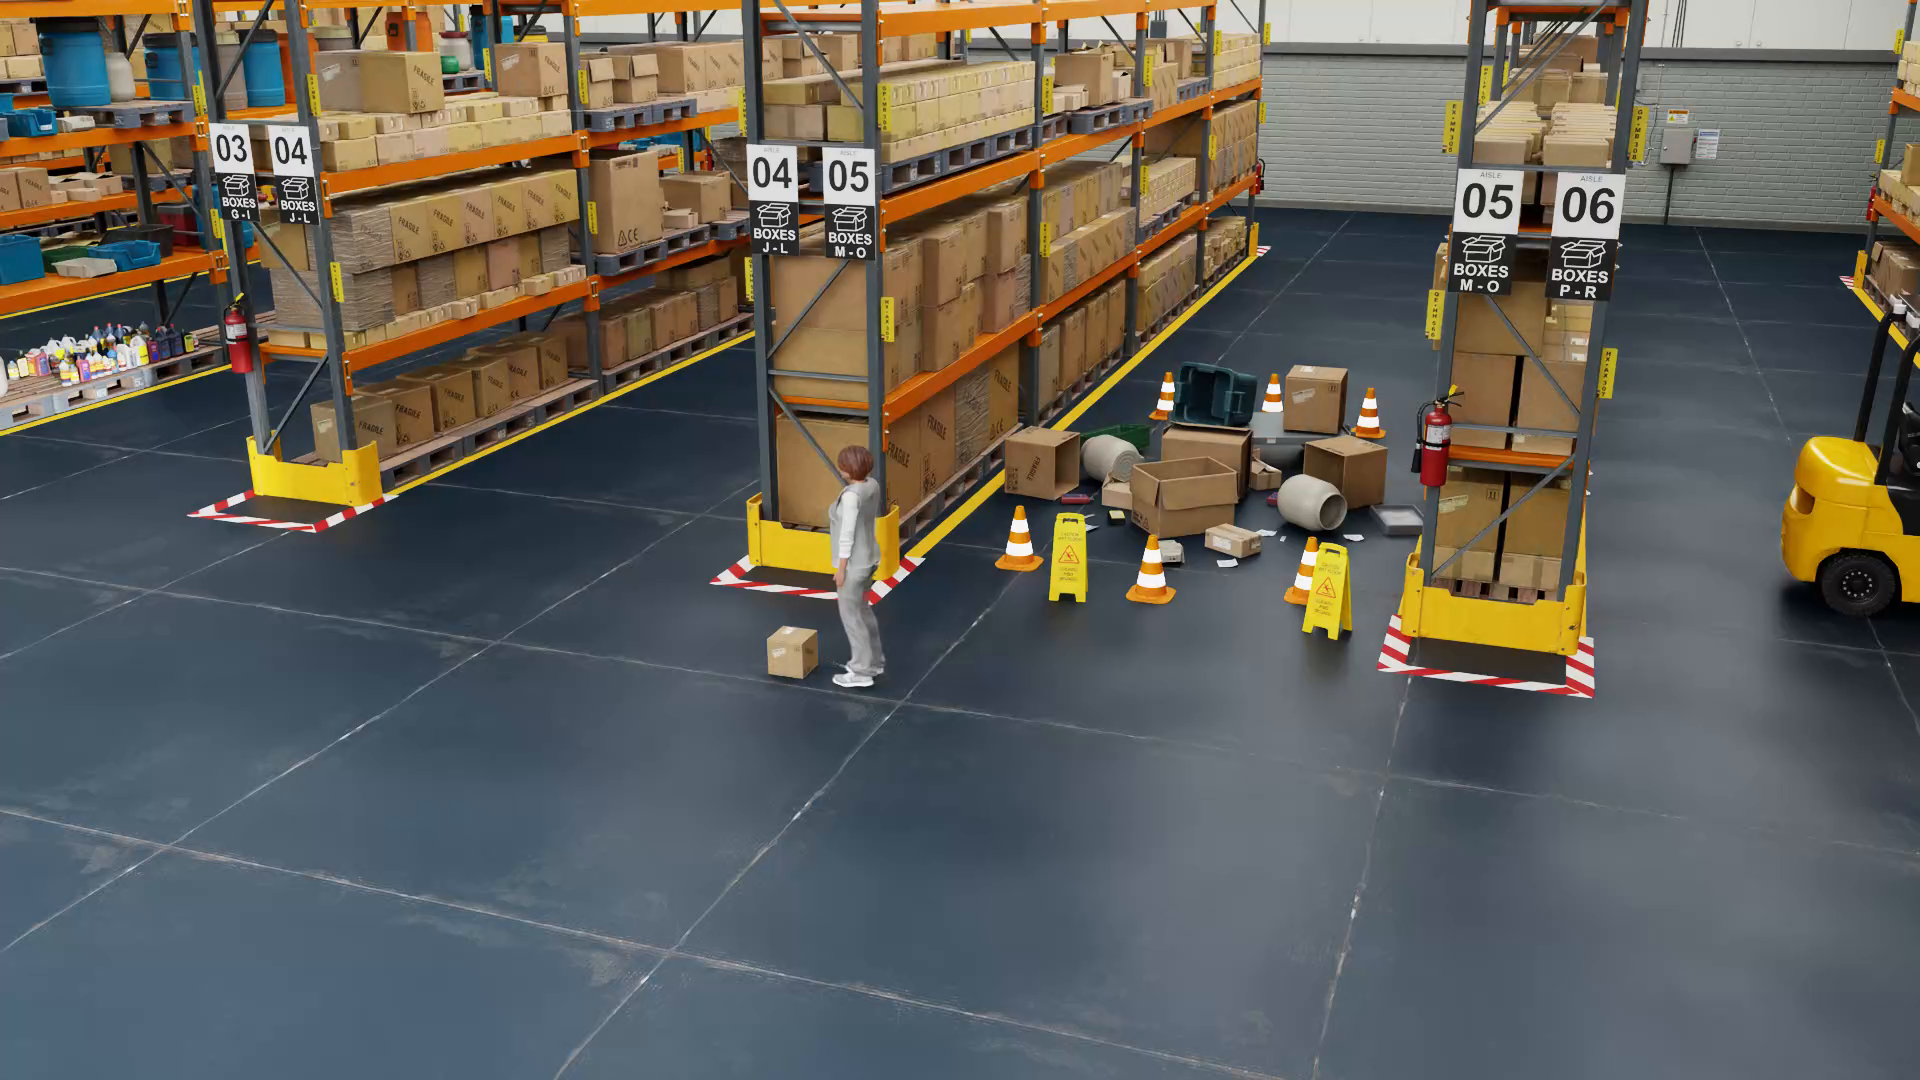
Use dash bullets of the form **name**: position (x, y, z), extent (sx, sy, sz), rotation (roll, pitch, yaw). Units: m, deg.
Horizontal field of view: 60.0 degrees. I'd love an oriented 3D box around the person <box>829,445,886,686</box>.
- **person**: position (-0.663, 0.162, 10.612), extent (0.310, 1.596, 0.406), rotation (7, 20, 19)
